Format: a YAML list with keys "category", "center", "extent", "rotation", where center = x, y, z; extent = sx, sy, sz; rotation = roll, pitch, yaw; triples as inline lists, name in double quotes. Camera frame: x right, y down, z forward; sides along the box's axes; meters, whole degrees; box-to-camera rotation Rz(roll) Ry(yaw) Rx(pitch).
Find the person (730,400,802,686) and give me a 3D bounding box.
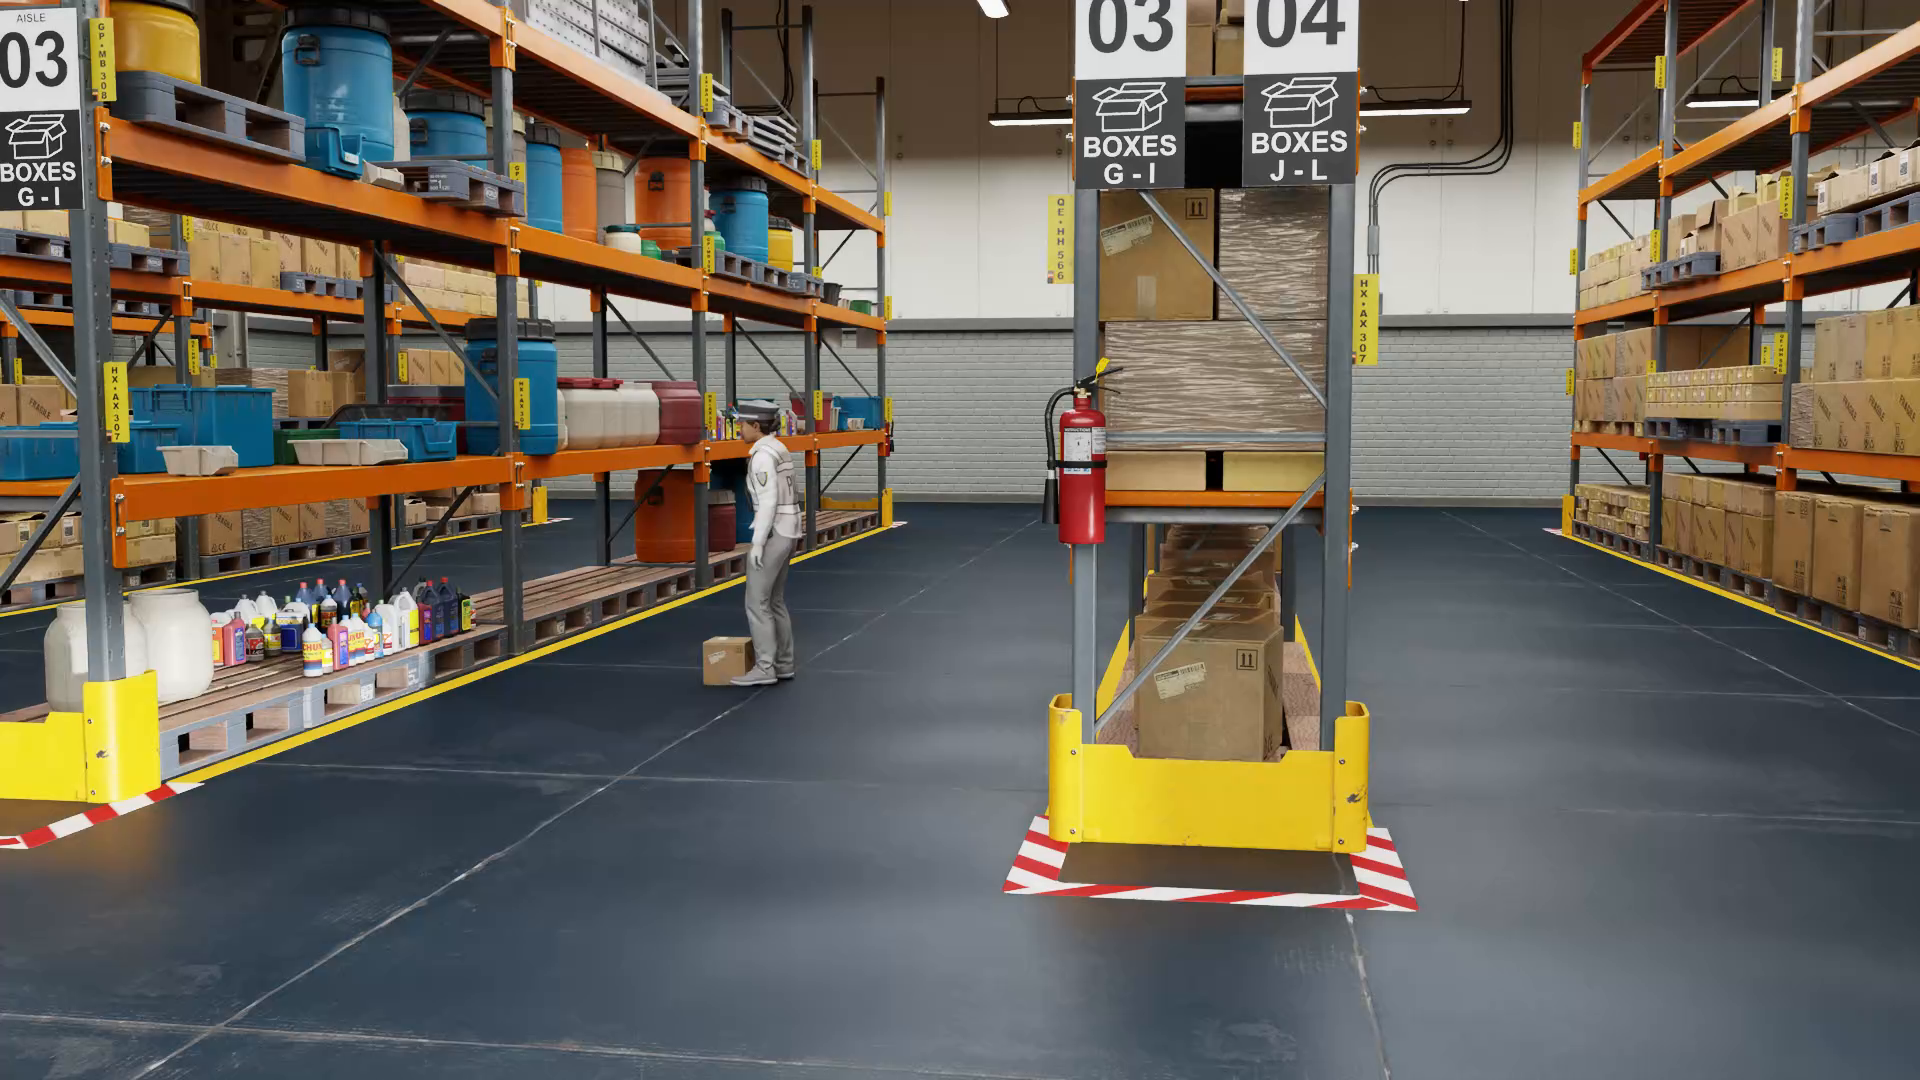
- category: "person"
  center: [-1.140, 0.013, 9.726]
  extent: [0.415, 1.661, 0.540]
  rotation: [0, 5, 5]
